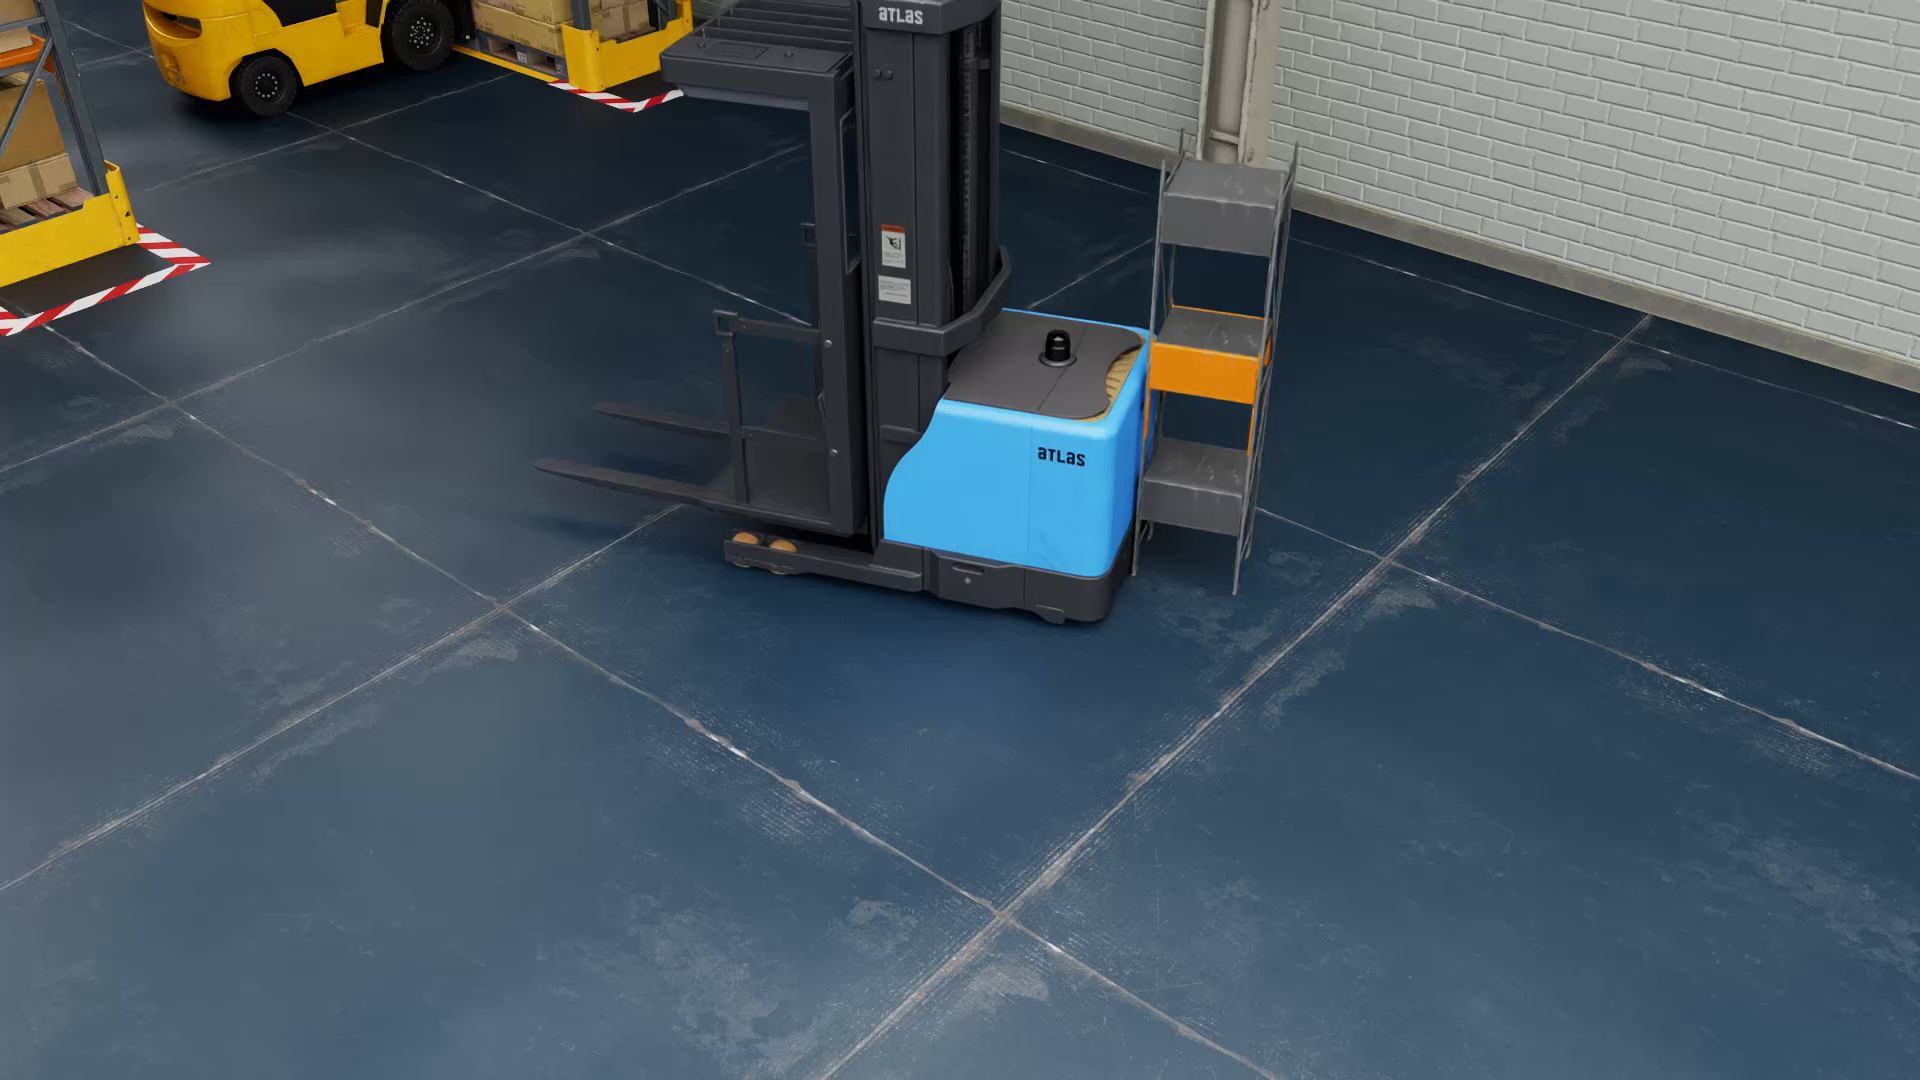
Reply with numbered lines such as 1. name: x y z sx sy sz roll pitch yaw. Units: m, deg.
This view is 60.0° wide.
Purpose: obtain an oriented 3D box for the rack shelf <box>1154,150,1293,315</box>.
1. rack shelf: 1.126 -1.317 7.100 0.480 0.518 0.431 11 36 15

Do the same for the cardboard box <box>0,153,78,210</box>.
1. cardboard box: -6.381 -2.490 11.285 0.500 0.250 0.500 25 42 31

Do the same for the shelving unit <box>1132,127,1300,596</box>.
1. shelving unit: 1.126 -0.751 7.489 0.503 2.100 0.431 11 36 15

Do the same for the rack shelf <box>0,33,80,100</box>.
1. rack shelf: -7.475 -3.466 11.283 4.000 0.370 1.077 25 42 32

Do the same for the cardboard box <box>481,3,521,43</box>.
1. cardboard box: -3.704 -4.456 14.146 0.500 0.250 0.500 25 42 32

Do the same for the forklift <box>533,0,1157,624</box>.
1. forklift: -0.621 -1.312 7.571 3.031 2.935 1.130 11 36 15

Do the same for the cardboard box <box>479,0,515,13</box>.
1. cardboard box: -3.718 -4.672 14.019 0.500 0.250 0.500 25 42 31

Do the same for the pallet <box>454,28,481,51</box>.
1. pallet: -4.313 -4.751 14.981 1.213 0.211 1.003 25 42 32

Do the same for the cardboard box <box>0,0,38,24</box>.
1. cardboard box: -6.124 -3.494 10.337 0.500 0.500 0.500 25 41 31

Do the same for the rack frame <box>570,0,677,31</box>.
1. rack frame: -2.765 -5.199 13.171 0.127 3.000 1.000 25 42 32

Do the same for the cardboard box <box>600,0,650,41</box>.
1. cardboard box: -3.017 -4.502 14.213 0.500 0.250 0.500 25 42 32

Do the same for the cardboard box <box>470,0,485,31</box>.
1. cardboard box: -4.083 -4.641 14.416 0.500 0.250 0.500 26 42 32

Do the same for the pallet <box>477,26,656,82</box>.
1. pallet: -3.379 -4.308 14.337 1.213 0.211 1.003 25 42 32

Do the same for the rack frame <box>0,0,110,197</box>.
1. rack frame: -5.938 -3.038 10.024 0.127 3.000 1.000 25 42 32

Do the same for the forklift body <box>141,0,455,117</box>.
1. forklift body: -5.389 -4.742 13.256 1.214 2.155 2.313 25 42 32

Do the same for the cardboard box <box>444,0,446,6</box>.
1. cardboard box: -4.496 -4.819 14.676 0.500 0.250 0.500 27 43 33

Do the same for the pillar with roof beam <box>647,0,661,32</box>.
1. pillar with roof beam: -5.478 -6.443 9.684 0.400 9.000 9.100 25 42 32

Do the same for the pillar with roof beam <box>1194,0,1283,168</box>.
1. pillar with roof beam: -0.867 -4.270 6.519 0.400 9.000 9.100 25 42 32

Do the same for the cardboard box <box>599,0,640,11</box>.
1. cardboard box: -2.993 -4.706 14.068 0.500 0.250 0.500 26 42 33

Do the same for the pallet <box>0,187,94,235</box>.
1. pallet: -6.598 -2.226 11.305 1.213 0.211 1.003 25 42 32

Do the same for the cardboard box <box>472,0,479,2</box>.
1. cardboard box: -4.128 -4.849 14.278 0.500 0.250 0.500 24 41 31

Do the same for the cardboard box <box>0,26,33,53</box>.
1. cardboard box: -6.067 -3.148 10.406 0.250 0.149 0.380 25 42 32

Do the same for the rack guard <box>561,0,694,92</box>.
1. rack guard: -2.746 -4.160 13.866 0.348 0.500 1.175 25 42 32

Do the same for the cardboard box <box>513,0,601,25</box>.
1. cardboard box: -3.339 -4.485 13.748 0.500 0.250 0.500 25 41 31

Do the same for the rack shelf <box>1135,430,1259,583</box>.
1. rack shelf: 1.126 -0.163 7.893 0.480 0.518 0.431 11 36 15

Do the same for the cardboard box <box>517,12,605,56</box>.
1. cardboard box: -3.328 -4.272 13.878 0.500 0.250 0.500 26 42 32

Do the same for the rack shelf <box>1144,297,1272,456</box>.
1. rack shelf: 1.126 -0.740 7.497 0.480 0.518 0.431 11 36 15

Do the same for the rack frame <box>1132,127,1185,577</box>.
1. rack frame: 0.895 -0.795 7.552 0.015 2.100 0.400 11 36 15

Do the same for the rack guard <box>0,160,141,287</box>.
1. rack guard: -5.996 -2.035 10.772 0.348 0.500 1.175 25 42 32

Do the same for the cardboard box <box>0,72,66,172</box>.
1. cardboard box: -6.400 -2.808 11.084 0.500 0.500 0.500 24 41 30

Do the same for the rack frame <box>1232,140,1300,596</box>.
1. rack frame: 1.358 -0.708 7.426 0.015 2.100 0.400 11 36 15
